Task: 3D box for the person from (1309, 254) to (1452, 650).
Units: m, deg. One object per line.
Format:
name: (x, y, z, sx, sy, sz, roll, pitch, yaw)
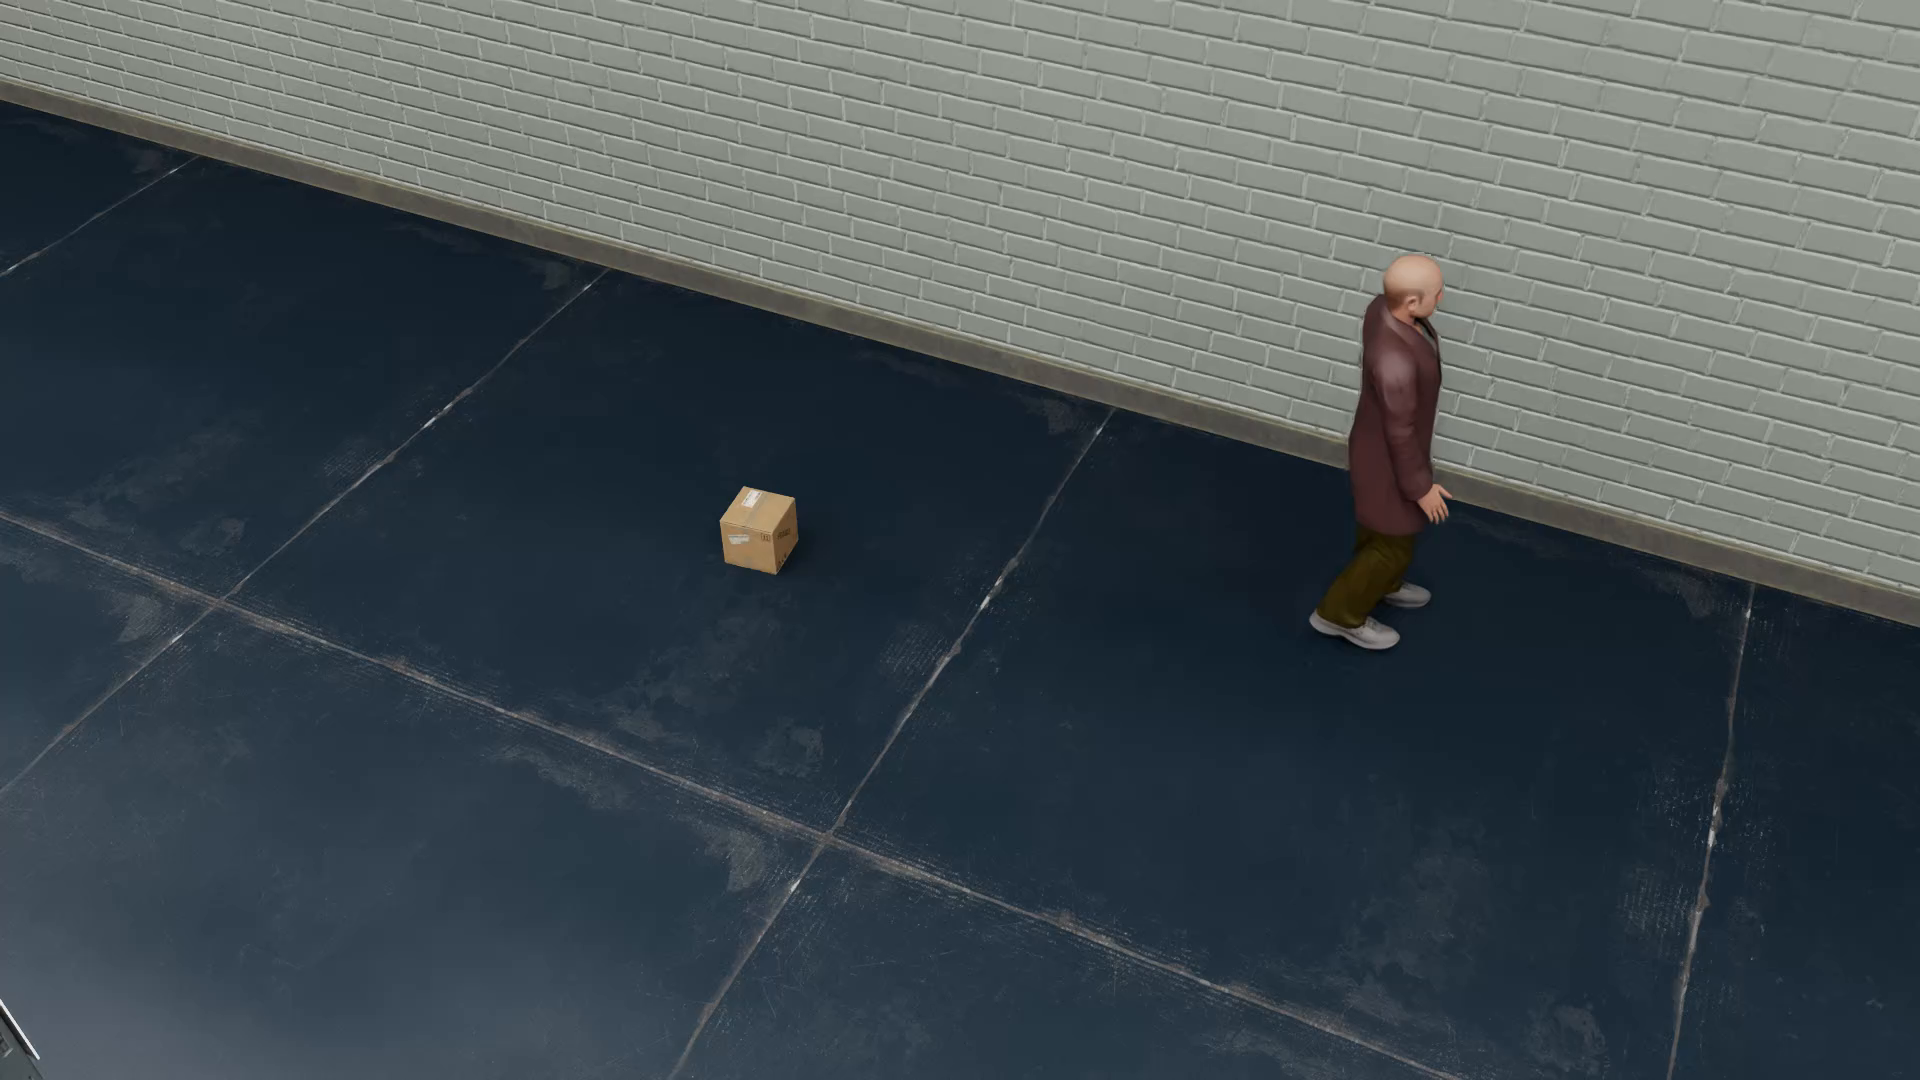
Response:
person: (1.749, -0.285, 6.554, 0.523, 1.686, 0.635, 6, 42, 7)
